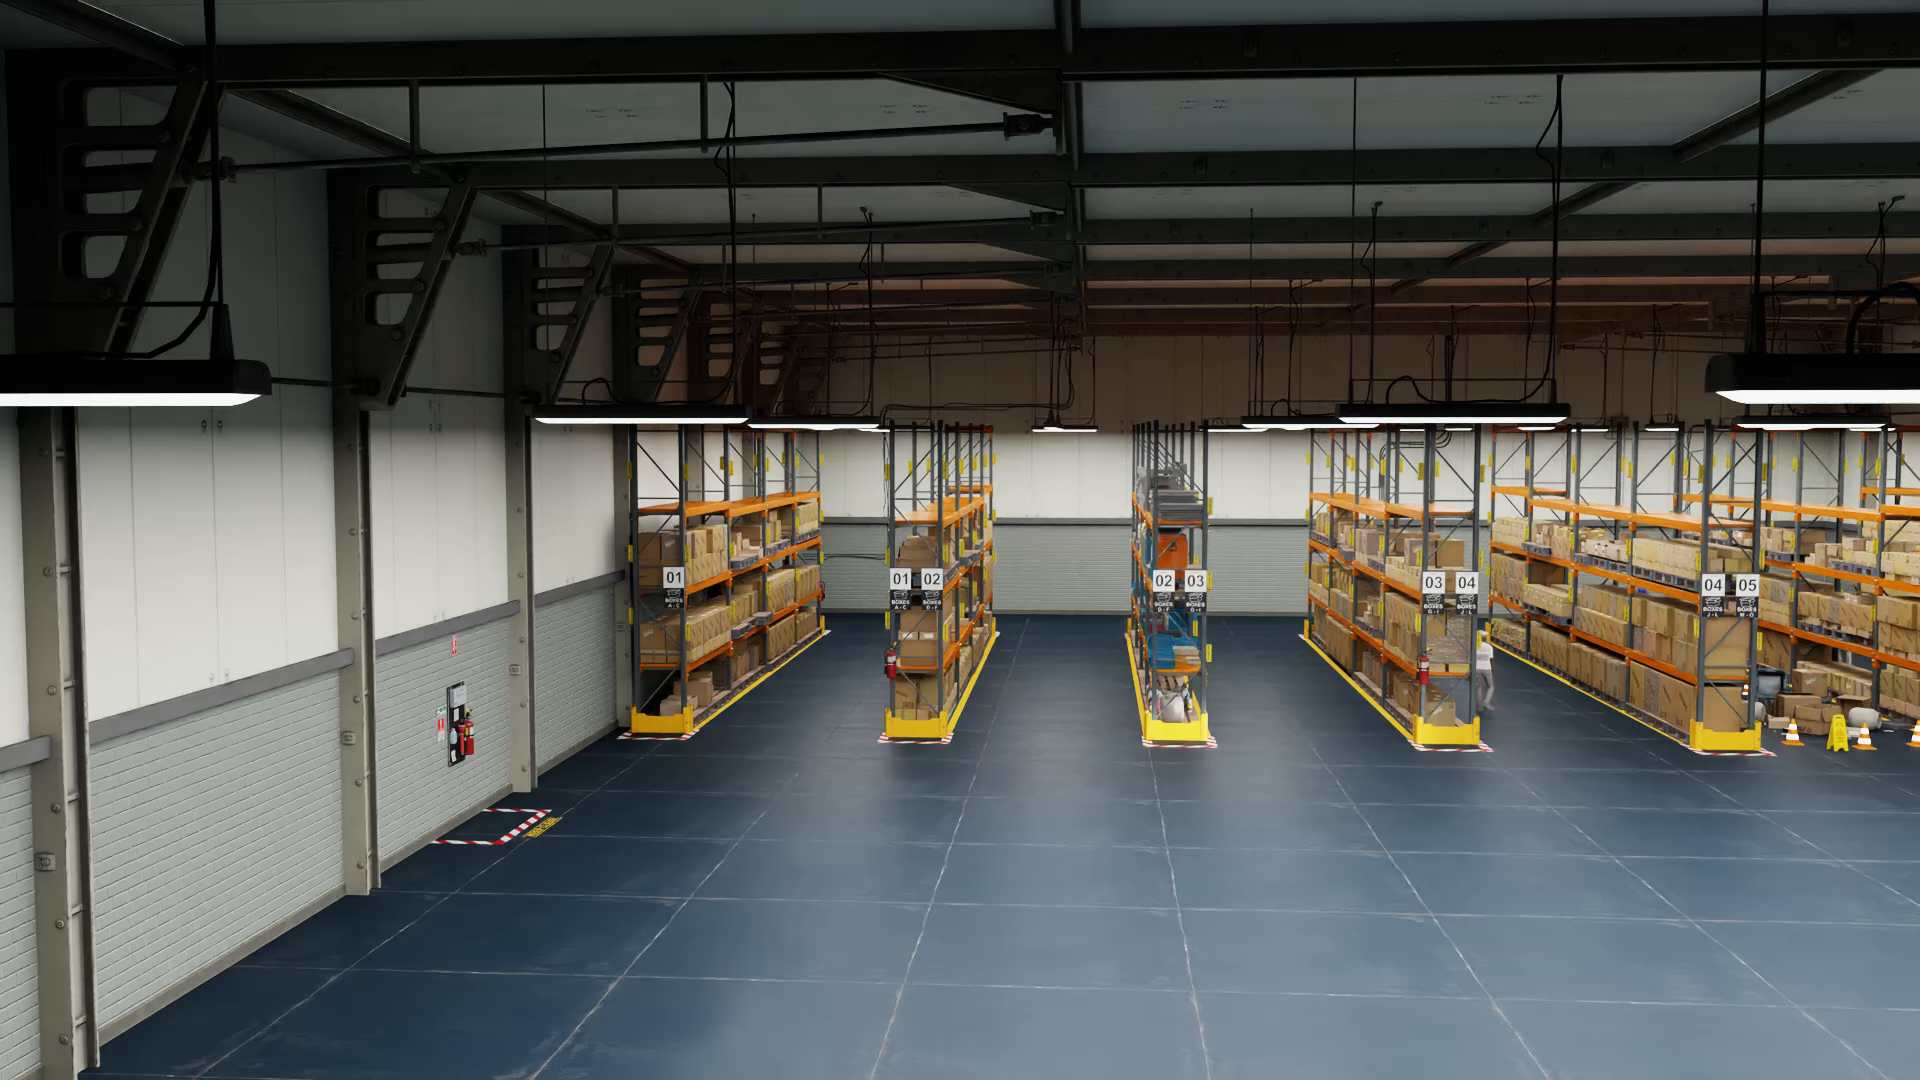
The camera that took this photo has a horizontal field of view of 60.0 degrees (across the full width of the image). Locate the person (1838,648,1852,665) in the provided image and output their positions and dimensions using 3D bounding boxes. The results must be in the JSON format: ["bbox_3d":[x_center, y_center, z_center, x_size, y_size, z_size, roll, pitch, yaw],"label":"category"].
[{"bbox_3d":[21.252,2.360,40.035,0.512,1.674,0.489,0,4,3],"label":"person"}]

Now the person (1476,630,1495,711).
[{"bbox_3d":[10.798,2.718,34.347,0.508,1.675,0.507,1,4,21],"label":"person"}]

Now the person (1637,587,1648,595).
[{"bbox_3d":[19.358,1.891,47.376,0.609,1.649,0.498,2,4,29],"label":"person"}]
